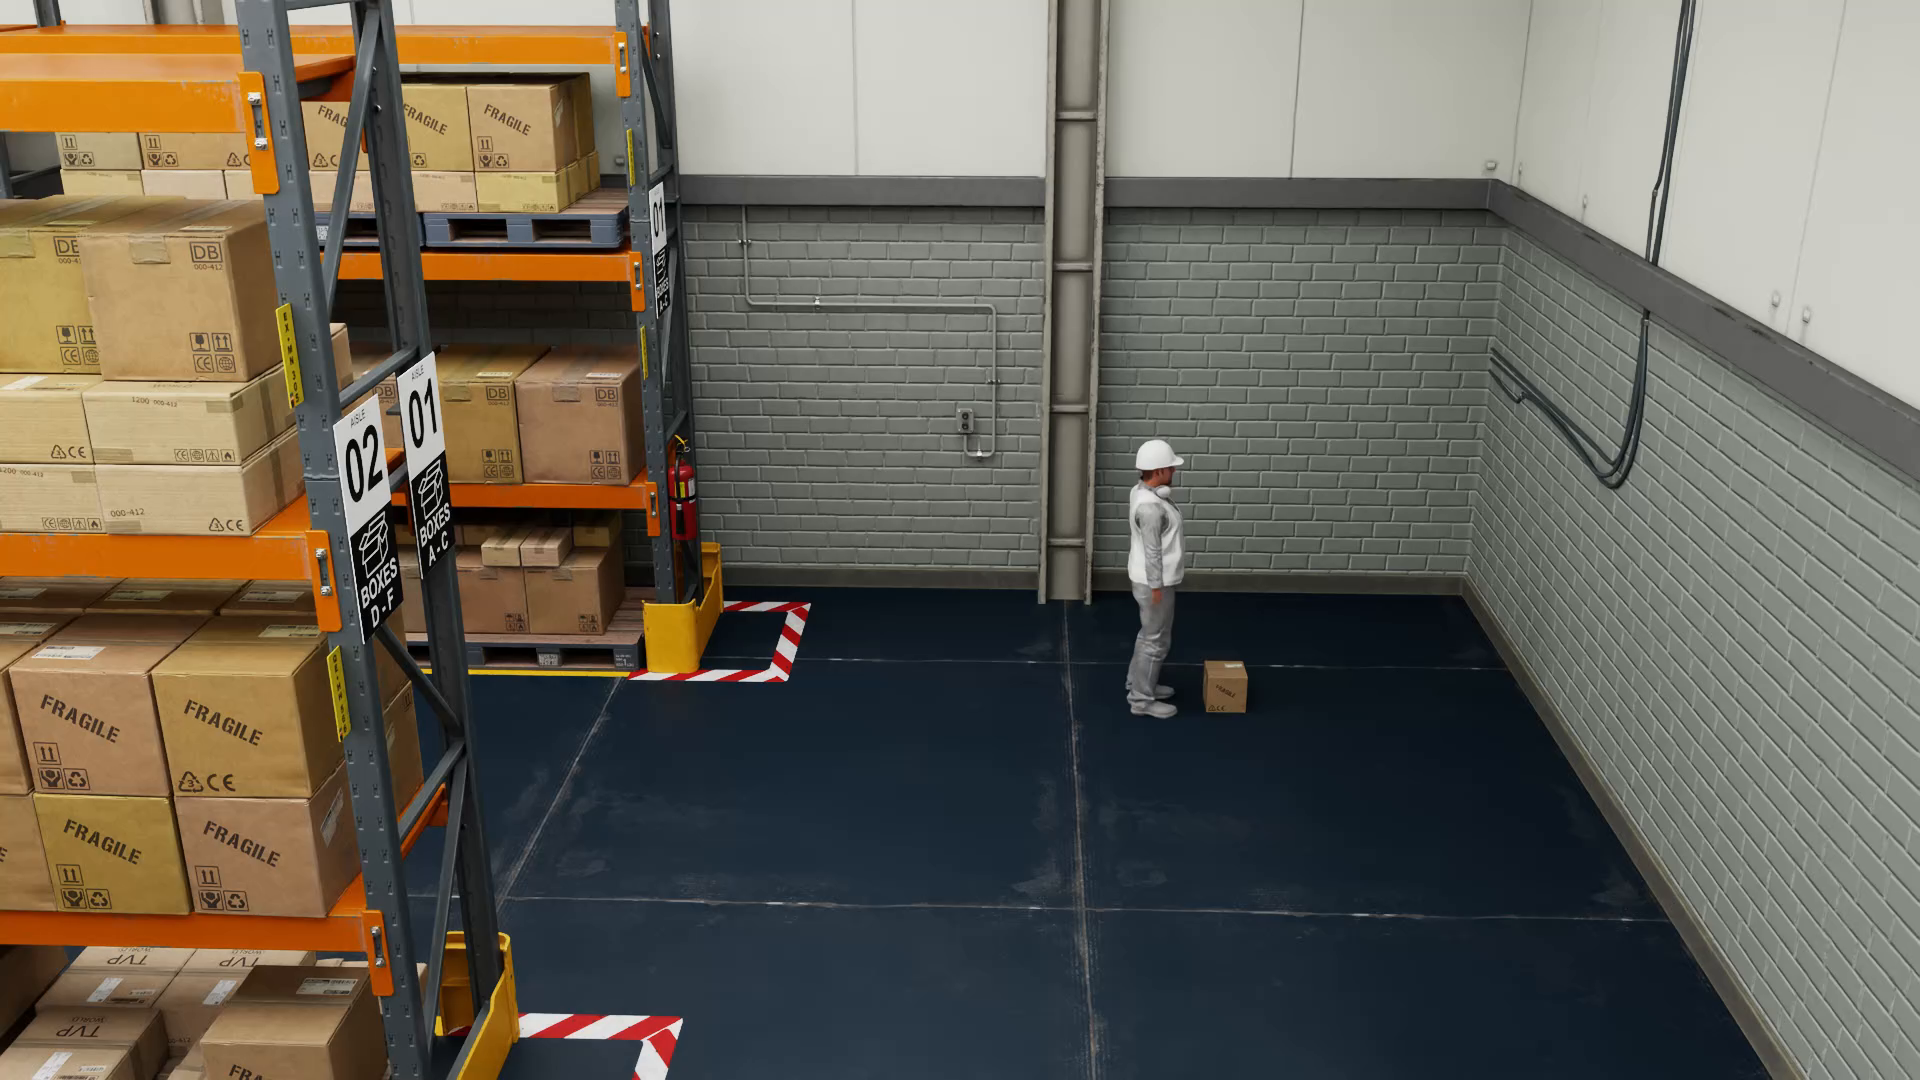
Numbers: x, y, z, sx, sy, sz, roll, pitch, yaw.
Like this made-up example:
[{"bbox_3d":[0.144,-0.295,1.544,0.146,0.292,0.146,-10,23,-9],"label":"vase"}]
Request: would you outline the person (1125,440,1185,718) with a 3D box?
[{"bbox_3d":[1.229,0.225,10.453,0.357,1.770,0.531,1,21,3],"label":"person"}]
